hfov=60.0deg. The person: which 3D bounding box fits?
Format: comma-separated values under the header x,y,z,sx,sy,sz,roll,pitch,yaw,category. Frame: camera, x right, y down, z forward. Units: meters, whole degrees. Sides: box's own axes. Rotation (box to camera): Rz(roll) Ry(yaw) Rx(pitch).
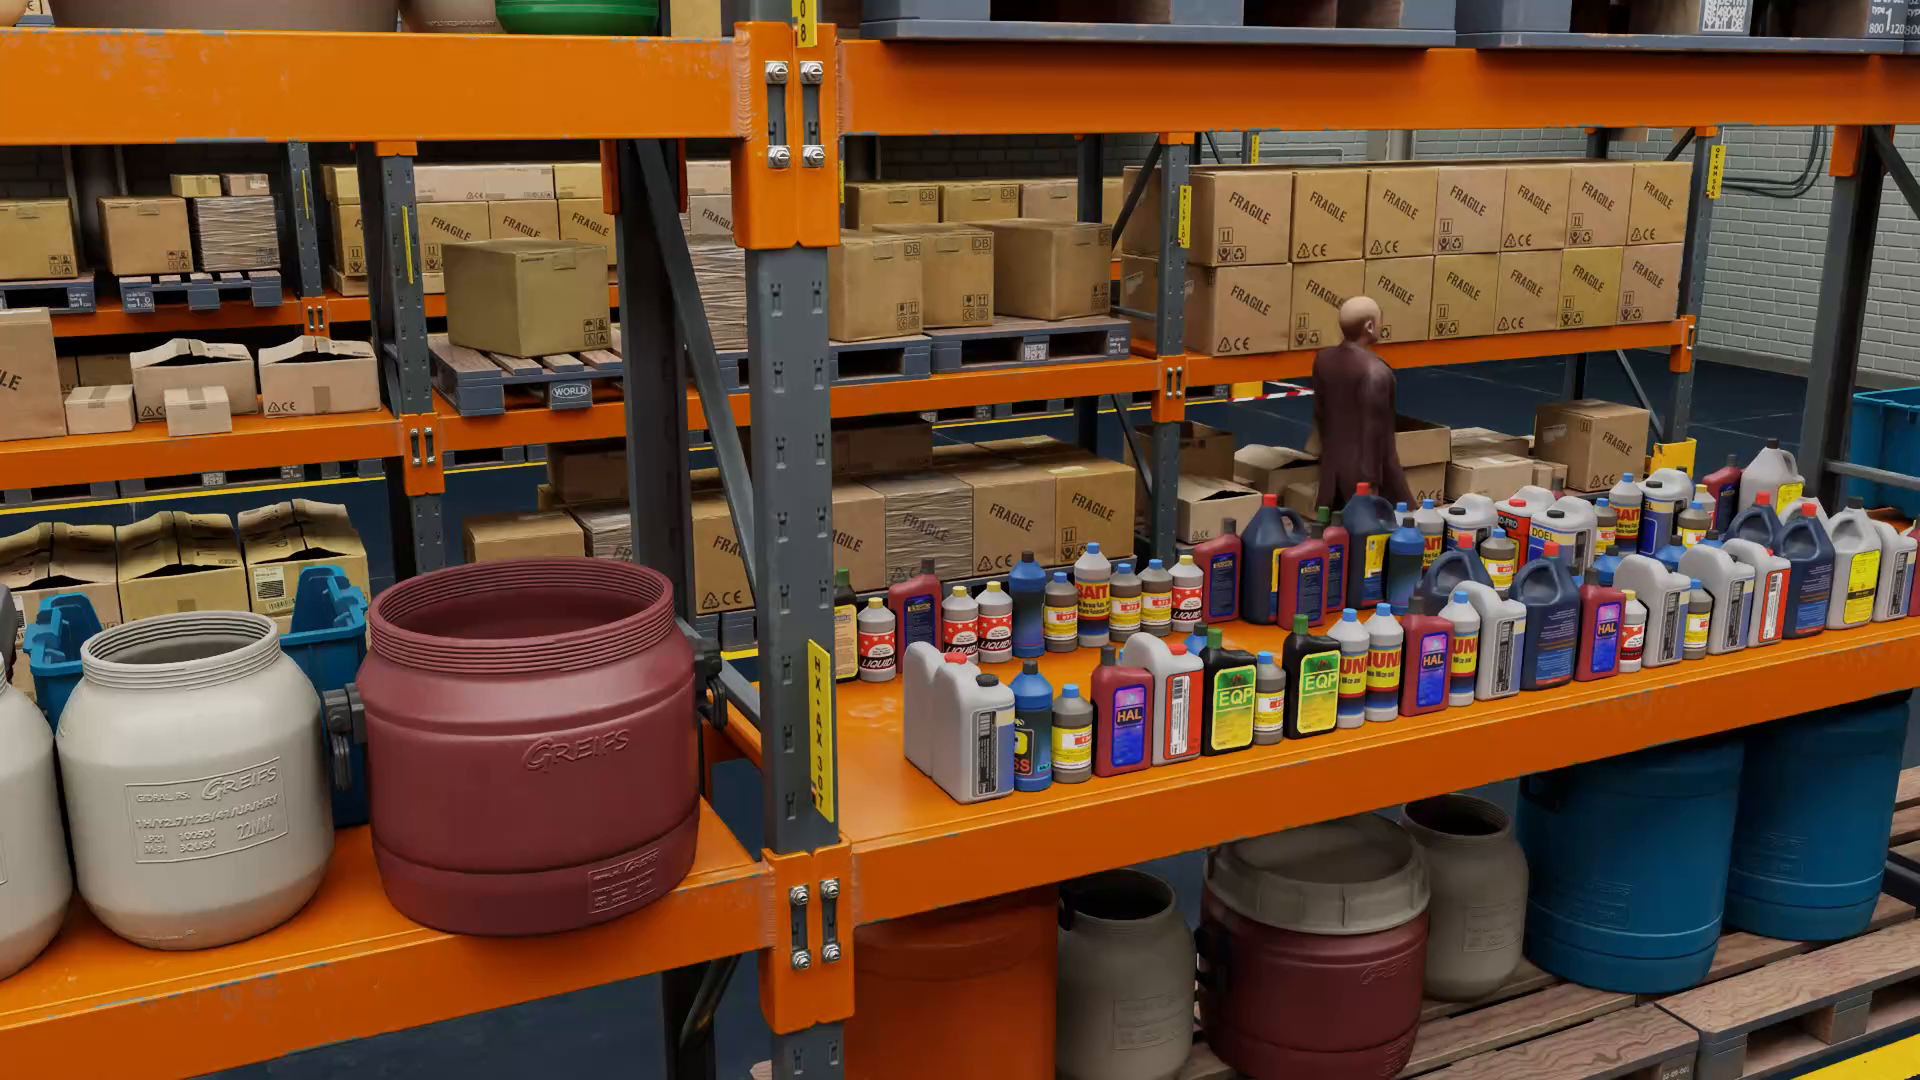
x,y,z,sx,sy,sz,roll,pitch,yaw,category
1.944,-0.343,8.306,0.938,1.749,0.573,-7,17,-25,person
